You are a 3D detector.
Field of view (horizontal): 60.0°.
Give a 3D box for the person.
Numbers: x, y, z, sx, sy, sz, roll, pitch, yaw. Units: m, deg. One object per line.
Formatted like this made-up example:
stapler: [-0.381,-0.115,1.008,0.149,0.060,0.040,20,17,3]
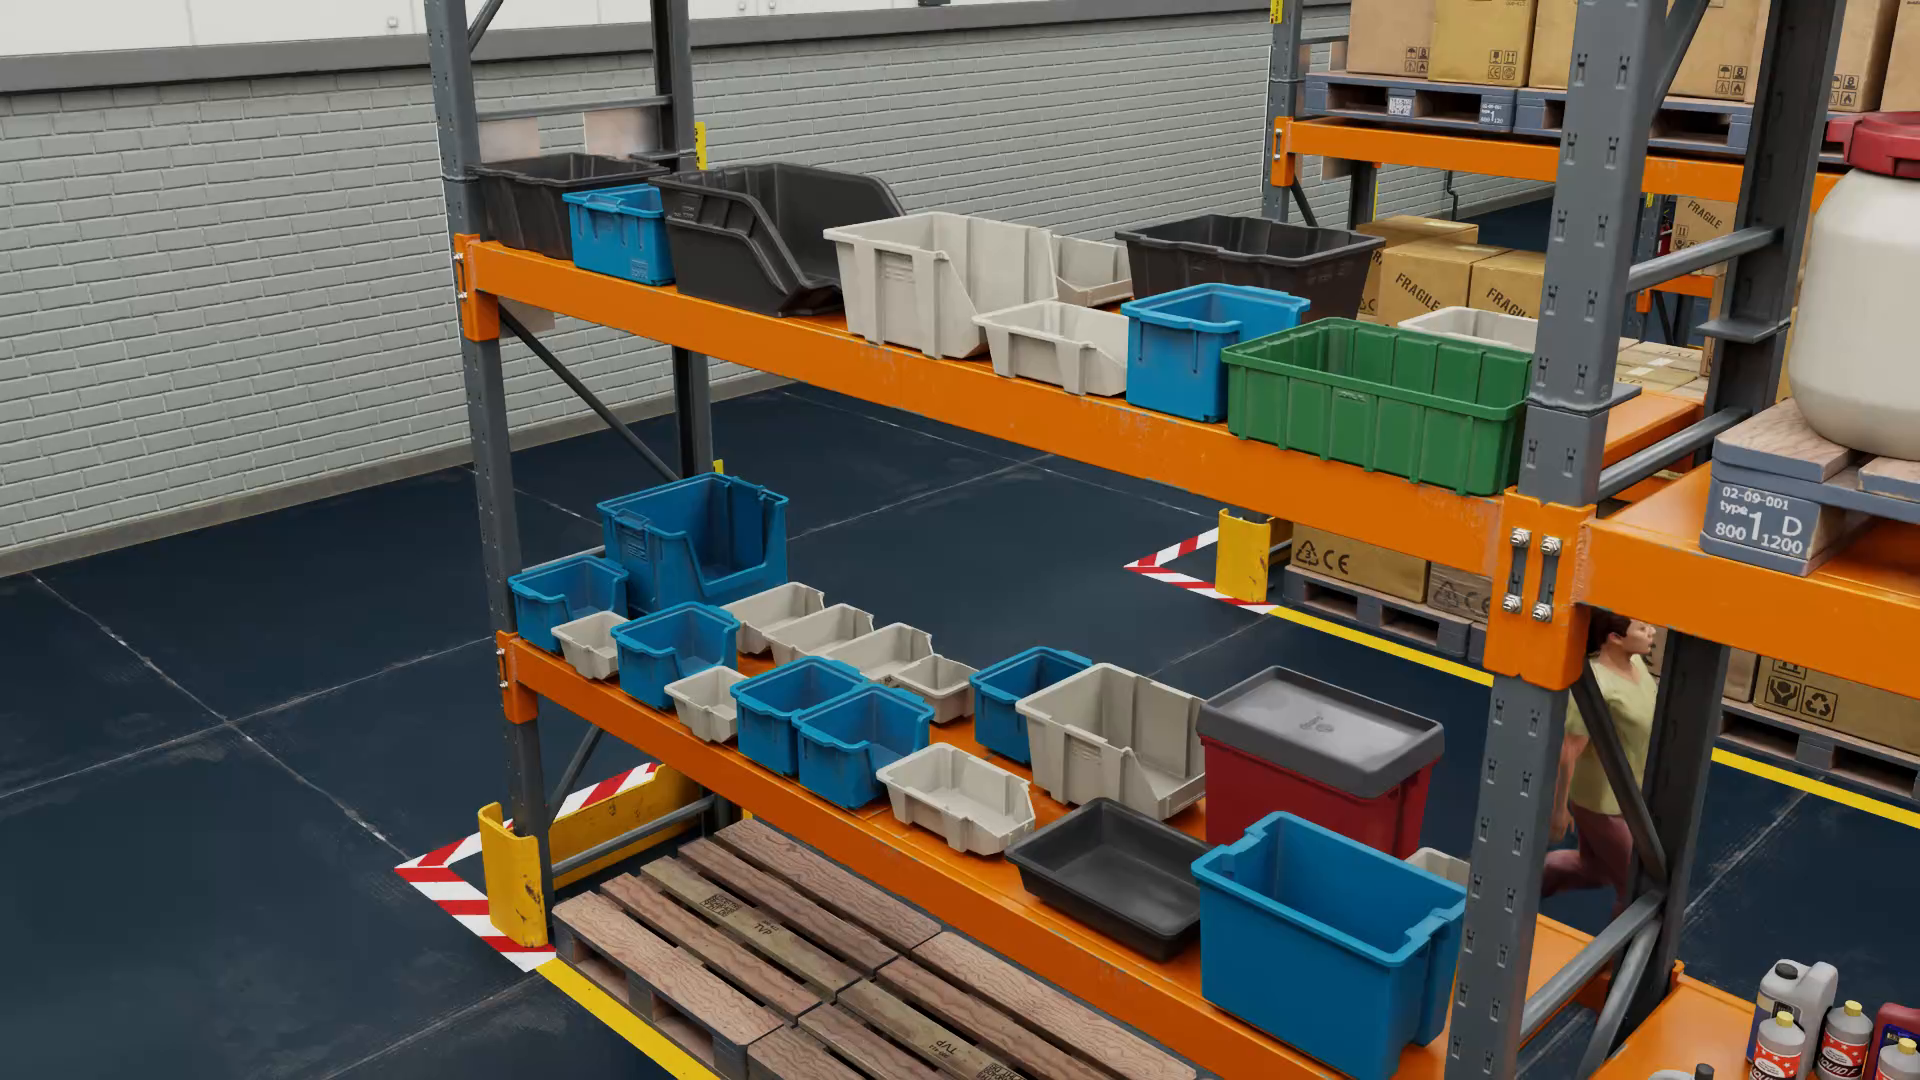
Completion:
person: [2.350,0.926,6.124,0.903,1.629,0.452,15,25,34]
